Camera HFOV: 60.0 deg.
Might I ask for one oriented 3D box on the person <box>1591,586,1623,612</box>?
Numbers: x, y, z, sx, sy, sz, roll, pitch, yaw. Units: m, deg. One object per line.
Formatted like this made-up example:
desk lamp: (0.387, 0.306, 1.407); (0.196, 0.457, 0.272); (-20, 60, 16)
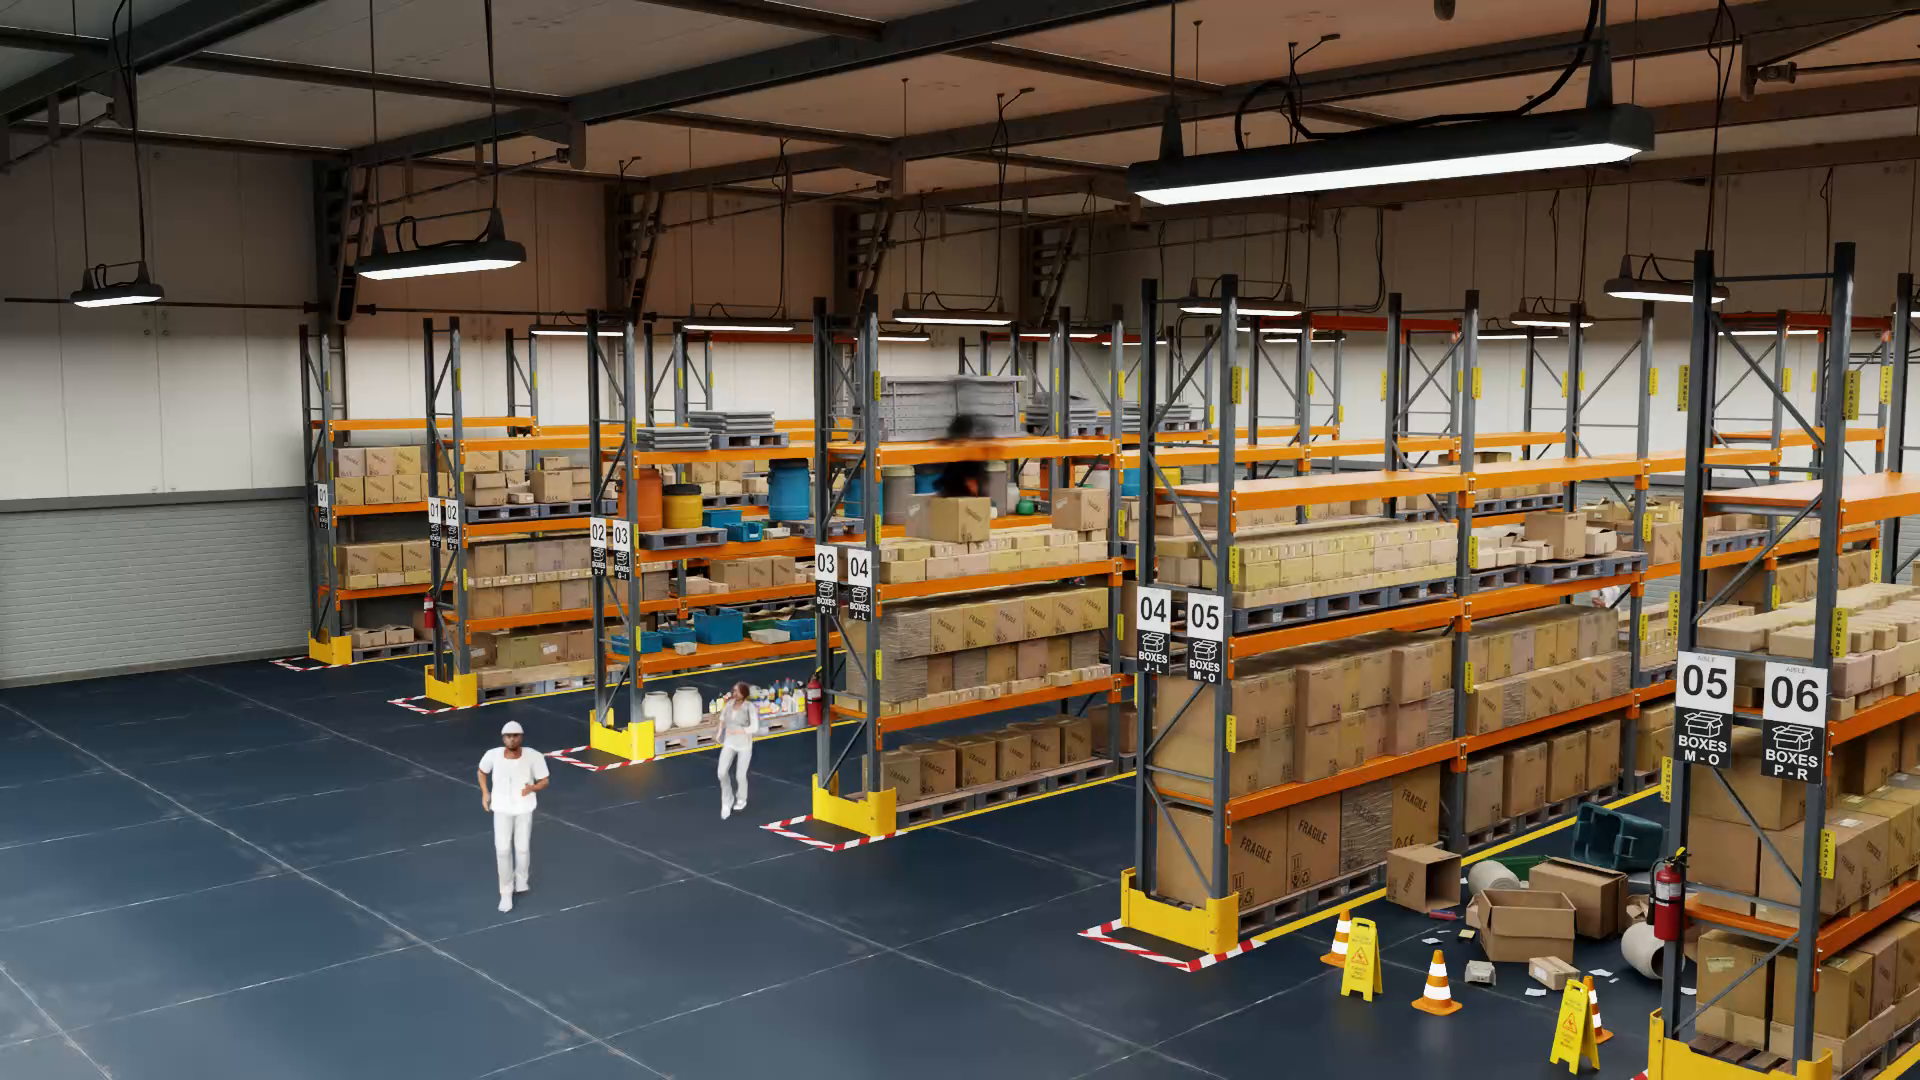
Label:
person: (11.562, 1.310, 29.620); (0.701, 1.770, 0.634); (-1, 6, -11)

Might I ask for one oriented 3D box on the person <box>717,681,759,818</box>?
person: (-2.582, 2.435, 19.348); (0.533, 1.606, 0.599); (1, 6, 9)

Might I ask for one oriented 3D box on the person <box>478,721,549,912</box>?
person: (-4.344, 2.663, 16.198); (0.682, 1.826, 0.702); (-1, 6, -13)

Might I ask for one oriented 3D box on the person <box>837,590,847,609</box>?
person: (-2.446, 0.976, 33.848); (0.532, 1.549, 0.559); (5, 8, 43)
